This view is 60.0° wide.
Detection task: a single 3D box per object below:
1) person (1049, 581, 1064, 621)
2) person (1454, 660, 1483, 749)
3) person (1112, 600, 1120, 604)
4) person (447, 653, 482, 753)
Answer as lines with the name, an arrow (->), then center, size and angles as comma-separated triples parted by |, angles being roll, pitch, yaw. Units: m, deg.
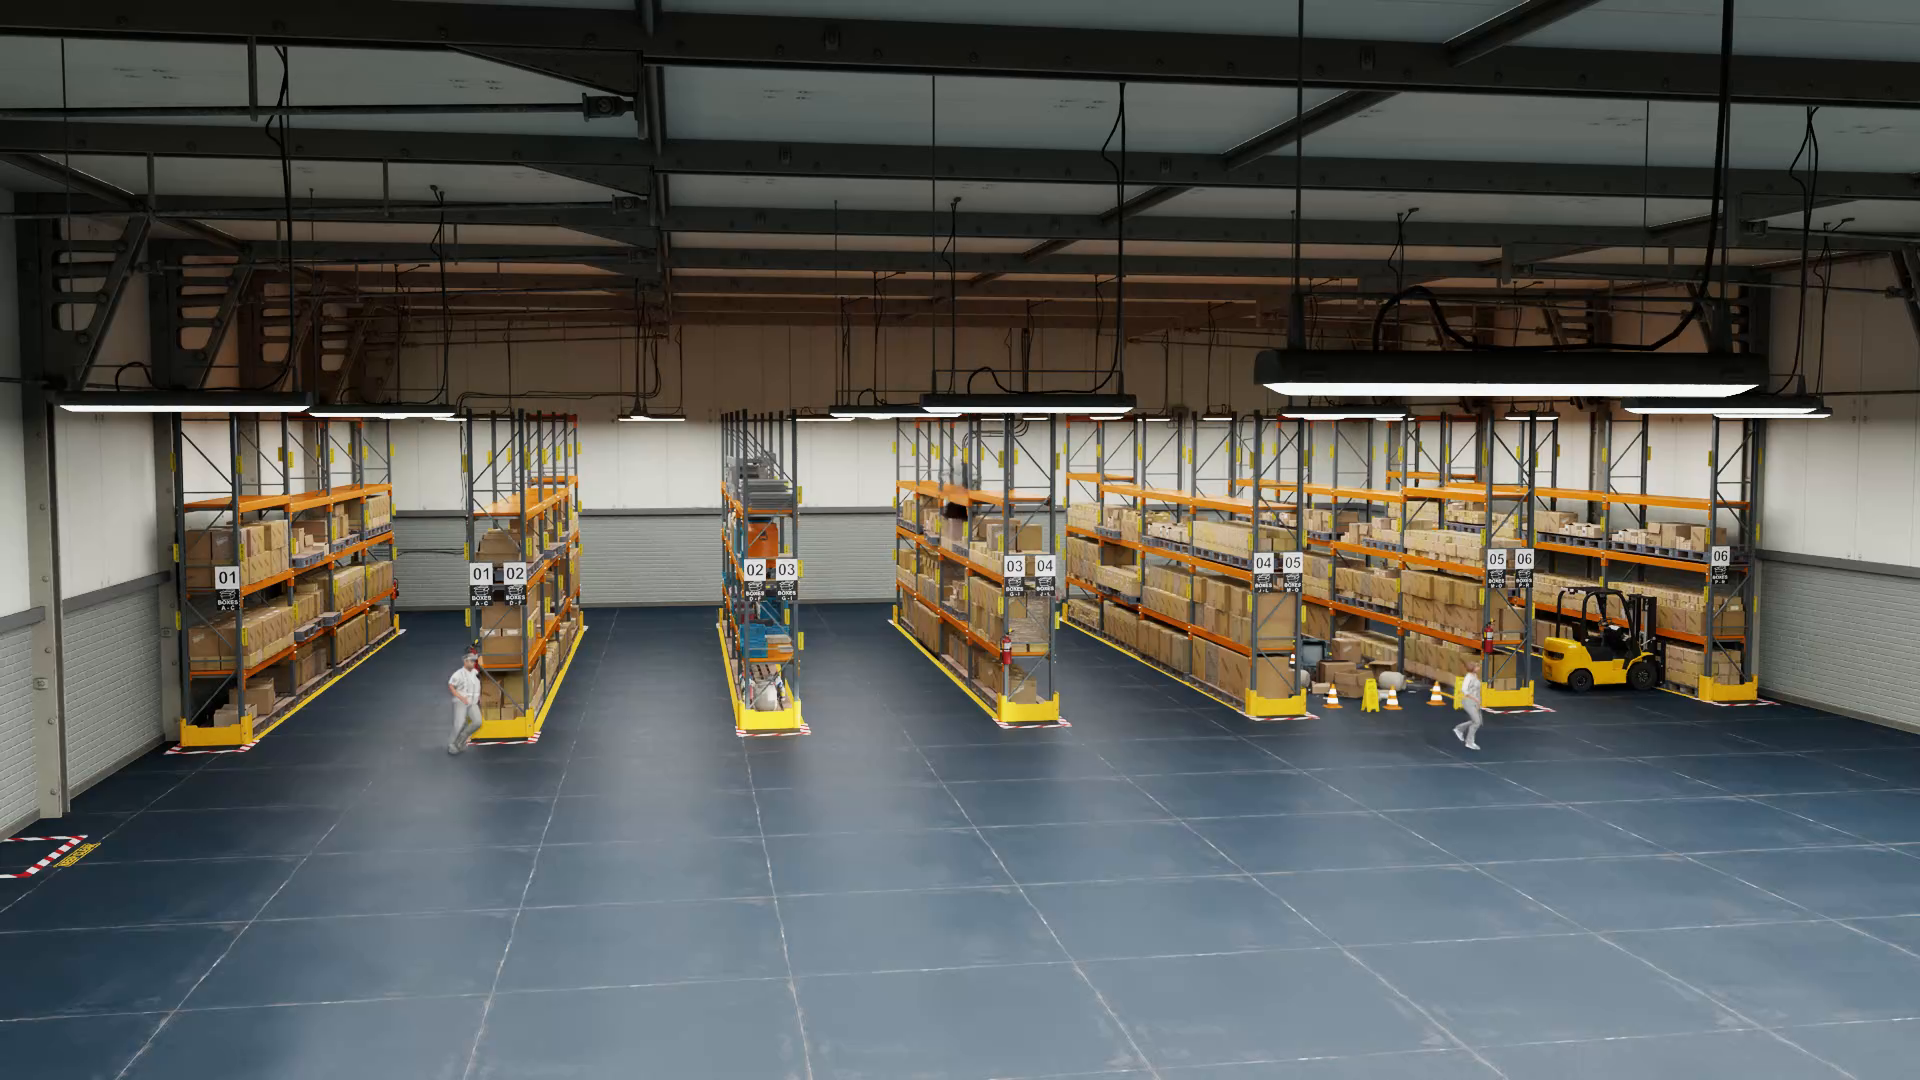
person -> 2.488, 1.724, 44.788 | 0.647, 1.777, 0.803 | 0, 4, -2
person -> 8.966, 2.913, 29.366 | 0.533, 1.557, 0.556 | 3, 5, 34
person -> 4.747, 1.409, 50.048 | 0.593, 1.637, 0.548 | -1, 4, -9
person -> -8.591, 2.834, 29.054 | 0.571, 1.724, 0.722 | 3, 5, 36
